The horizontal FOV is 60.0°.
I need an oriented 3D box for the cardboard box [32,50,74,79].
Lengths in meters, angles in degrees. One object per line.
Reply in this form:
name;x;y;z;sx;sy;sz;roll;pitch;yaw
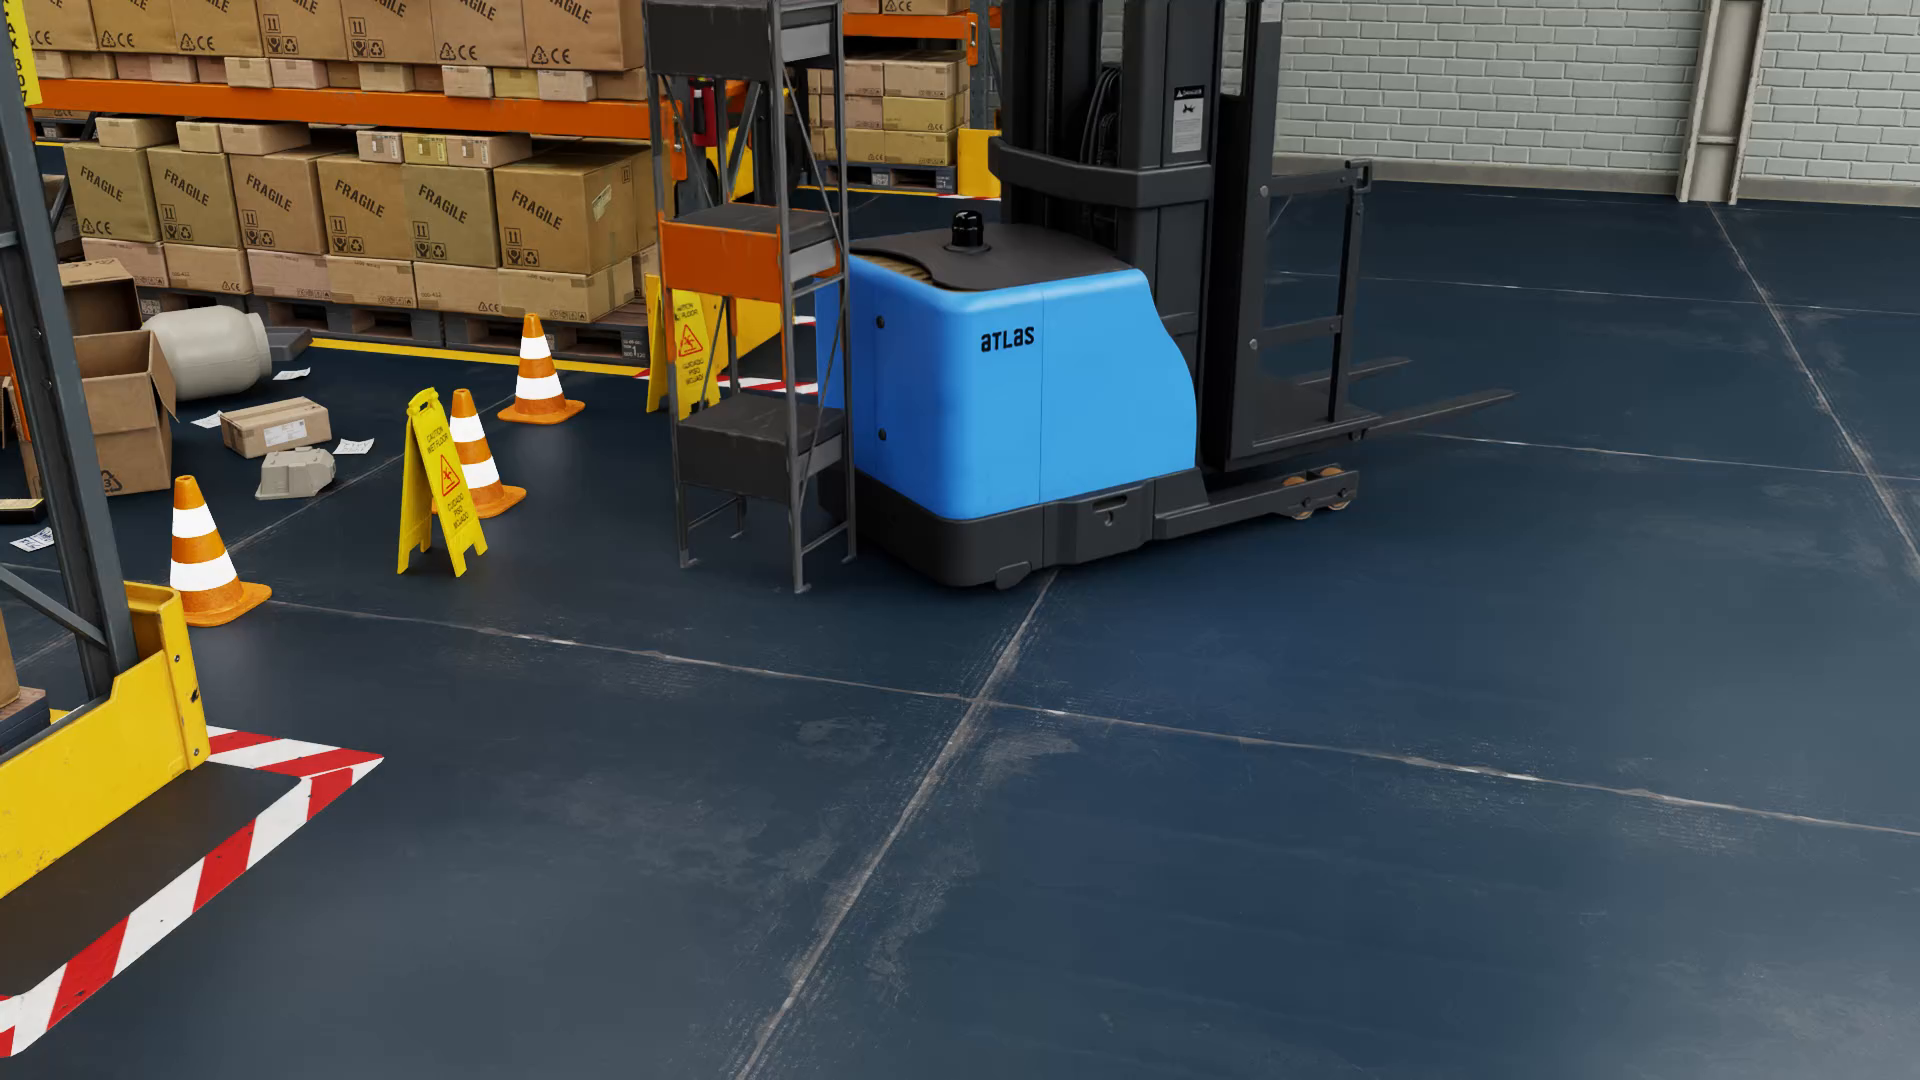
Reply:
cardboard box;-4.776;-2.574;8.924;0.250;0.149;0.380;6;23;15

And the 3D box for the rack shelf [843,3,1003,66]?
rack shelf;-1.640;-4.093;13.244;4.000;0.370;1.077;7;23;16

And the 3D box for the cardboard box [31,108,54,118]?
cardboard box;-8.327;-4.148;15.171;0.500;0.500;0.500;6;23;15

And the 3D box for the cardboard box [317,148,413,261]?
cardboard box;-2.980;-1.779;8.736;0.500;0.500;0.500;6;23;14

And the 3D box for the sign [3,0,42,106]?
sign;-2.323;-1.231;4.074;0.005;0.325;0.100;7;23;16

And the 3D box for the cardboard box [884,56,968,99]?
cardboard box;-0.256;-3.529;12.672;0.500;0.250;0.500;7;23;17

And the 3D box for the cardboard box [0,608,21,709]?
cardboard box;-3.157;0.145;4.210;0.875;0.875;0.875;7;23;16

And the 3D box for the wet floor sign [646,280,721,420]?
wet floor sign;-1.283;-0.904;7.623;0.232;0.644;0.267;16;27;34

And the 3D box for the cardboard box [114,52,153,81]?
cardboard box;-4.256;-2.547;8.858;0.250;0.149;0.380;6;23;15

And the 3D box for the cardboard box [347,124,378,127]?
cardboard box;-4.798;-3.882;14.356;0.625;0.625;0.875;6;23;15

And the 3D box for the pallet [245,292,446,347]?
pallet;-3.160;-1.357;9.301;1.213;0.211;1.003;7;23;16

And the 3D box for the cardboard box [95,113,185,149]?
cardboard box;-4.396;-2.212;8.938;0.250;0.149;0.380;7;23;16

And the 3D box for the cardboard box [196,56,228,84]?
cardboard box;-3.765;-2.489;8.718;0.250;0.149;0.380;6;23;15

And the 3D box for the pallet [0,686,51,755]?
pallet;-3.277;0.638;4.437;1.213;0.211;1.003;7;23;15

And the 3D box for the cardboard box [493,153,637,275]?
cardboard box;-1.998;-1.665;8.458;0.500;0.500;0.500;7;23;16

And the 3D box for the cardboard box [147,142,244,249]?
cardboard box;-3.982;-1.893;9.015;0.500;0.500;0.500;8;23;18

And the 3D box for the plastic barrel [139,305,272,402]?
plastic barrel;-3.570;-0.887;7.875;0.512;0.421;0.421;-14;26;-30

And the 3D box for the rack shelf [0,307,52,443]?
rack shelf;-4.403;-0.480;4.435;4.000;0.370;1.077;7;23;16

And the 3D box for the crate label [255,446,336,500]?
crate label;-2.706;-0.280;6.772;0.298;0.136;0.250;-5;23;-12

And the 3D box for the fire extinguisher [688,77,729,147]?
fire extinguisher;-1.179;-2.187;7.751;0.183;0.674;0.296;7;23;16

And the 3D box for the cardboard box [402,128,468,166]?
cardboard box;-2.609;-2.010;8.444;0.250;0.149;0.380;7;23;16

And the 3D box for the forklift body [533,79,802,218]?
forklift body;-2.068;-3.359;11.625;1.214;2.155;2.313;7;23;16

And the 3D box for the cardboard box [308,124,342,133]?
cardboard box;-3.854;-2.088;9.489;0.500;0.500;0.500;7;23;16

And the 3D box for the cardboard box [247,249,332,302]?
cardboard box;-3.475;-1.489;9.017;0.500;0.250;0.500;6;23;15

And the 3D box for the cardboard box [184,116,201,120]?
cardboard box;-6.791;-4.106;14.903;0.625;0.625;0.875;7;23;17

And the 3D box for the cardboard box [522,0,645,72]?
cardboard box;-1.755;-2.546;8.001;0.500;0.500;0.500;6;23;15

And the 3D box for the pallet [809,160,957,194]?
pallet;-0.470;-2.985;13.269;1.213;0.211;1.003;7;23;16

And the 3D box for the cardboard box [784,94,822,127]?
cardboard box;-1.259;-3.408;13.036;0.500;0.250;0.500;6;23;14

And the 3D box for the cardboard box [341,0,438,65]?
cardboard box;-2.711;-2.659;8.275;0.500;0.500;0.500;6;23;15

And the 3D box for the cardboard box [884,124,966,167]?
cardboard box;-0.266;-3.066;12.861;0.500;0.250;0.500;7;23;16

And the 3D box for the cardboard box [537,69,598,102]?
cardboard box;-1.850;-2.237;8.103;0.250;0.149;0.380;6;23;15

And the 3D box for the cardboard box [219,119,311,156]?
cardboard box;-3.645;-2.128;8.732;0.250;0.149;0.380;8;24;19

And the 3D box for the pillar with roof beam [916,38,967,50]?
pillar with roof beam;-1.375;-5.822;8.606;0.400;9.000;9.100;7;23;16

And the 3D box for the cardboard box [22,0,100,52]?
cardboard box;-4.644;-2.876;8.804;0.500;0.500;0.500;6;23;15

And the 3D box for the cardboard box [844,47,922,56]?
cardboard box;-0.610;-3.766;13.252;0.500;0.250;0.500;7;23;16

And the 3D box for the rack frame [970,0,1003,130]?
rack frame;0.275;-4.207;12.573;0.127;3.000;1.000;7;23;16

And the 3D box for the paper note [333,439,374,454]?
paper note;-2.636;-0.410;7.228;0.142;0.019;0.148;-1;22;-3

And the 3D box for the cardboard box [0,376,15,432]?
cardboard box;-4.466;-0.683;7.093;0.503;0.637;0.797;7;23;16

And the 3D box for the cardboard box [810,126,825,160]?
cardboard box;-1.216;-3.182;13.144;0.500;0.250;0.500;7;23;16

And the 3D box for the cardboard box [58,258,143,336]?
cardboard box;-4.352;-1.074;8.227;0.500;0.500;0.500;-14;26;-30

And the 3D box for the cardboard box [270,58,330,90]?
cardboard box;-3.305;-2.413;8.531;0.250;0.149;0.380;6;23;15

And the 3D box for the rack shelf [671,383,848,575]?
rack shelf;-0.696;-0.228;5.941;0.480;0.518;0.431;11;25;25

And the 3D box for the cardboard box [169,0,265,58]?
cardboard box;-3.680;-2.769;8.545;0.500;0.500;0.500;6;23;15

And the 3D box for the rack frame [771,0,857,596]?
rack frame;-0.480;-0.846;5.565;0.015;2.100;0.400;11;25;25

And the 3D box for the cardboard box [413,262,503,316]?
cardboard box;-2.501;-1.375;8.741;0.500;0.250;0.500;7;23;16

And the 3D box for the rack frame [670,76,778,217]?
rack frame;-1.156;-2.403;8.175;0.127;3.000;1.000;7;23;16

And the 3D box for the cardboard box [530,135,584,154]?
cardboard box;-2.373;-1.919;9.077;0.500;0.500;0.500;6;23;14

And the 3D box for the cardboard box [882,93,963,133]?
cardboard box;-0.282;-3.300;12.773;0.500;0.250;0.500;6;23;15

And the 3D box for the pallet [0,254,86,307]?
pallet;-5.731;-1.636;9.980;1.213;0.211;1.003;7;23;16

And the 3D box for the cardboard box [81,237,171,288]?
cardboard box;-4.498;-1.601;9.290;0.500;0.250;0.500;5;23;13

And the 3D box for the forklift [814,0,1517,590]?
forklift;0.969;-1.589;6.281;3.031;2.935;1.130;-14;26;-30

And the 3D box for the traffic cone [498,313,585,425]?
traffic cone;-1.940;-0.808;7.629;0.334;0.463;0.336;7;23;16

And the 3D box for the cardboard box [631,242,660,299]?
cardboard box;-1.848;-1.514;9.078;0.500;0.250;0.500;6;23;15

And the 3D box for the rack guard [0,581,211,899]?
rack guard;-2.466;0.566;4.232;0.348;0.500;1.175;7;23;16

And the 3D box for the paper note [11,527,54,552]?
paper note;-3.460;-0.003;6.239;0.142;0.017;0.144;16;27;34

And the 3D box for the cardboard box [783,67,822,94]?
cardboard box;-1.233;-3.634;12.929;0.500;0.250;0.500;7;23;16

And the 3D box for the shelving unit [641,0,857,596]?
shelving unit;-0.696;-0.889;5.670;0.503;2.100;0.431;11;25;25

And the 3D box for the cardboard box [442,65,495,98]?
cardboard box;-2.344;-2.290;8.232;0.250;0.149;0.380;7;23;16

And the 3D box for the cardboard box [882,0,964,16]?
cardboard box;-0.272;-4.211;12.453;0.500;0.500;0.500;6;23;14

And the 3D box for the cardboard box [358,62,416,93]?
cardboard box;-2.820;-2.365;8.413;0.250;0.149;0.380;6;23;15
